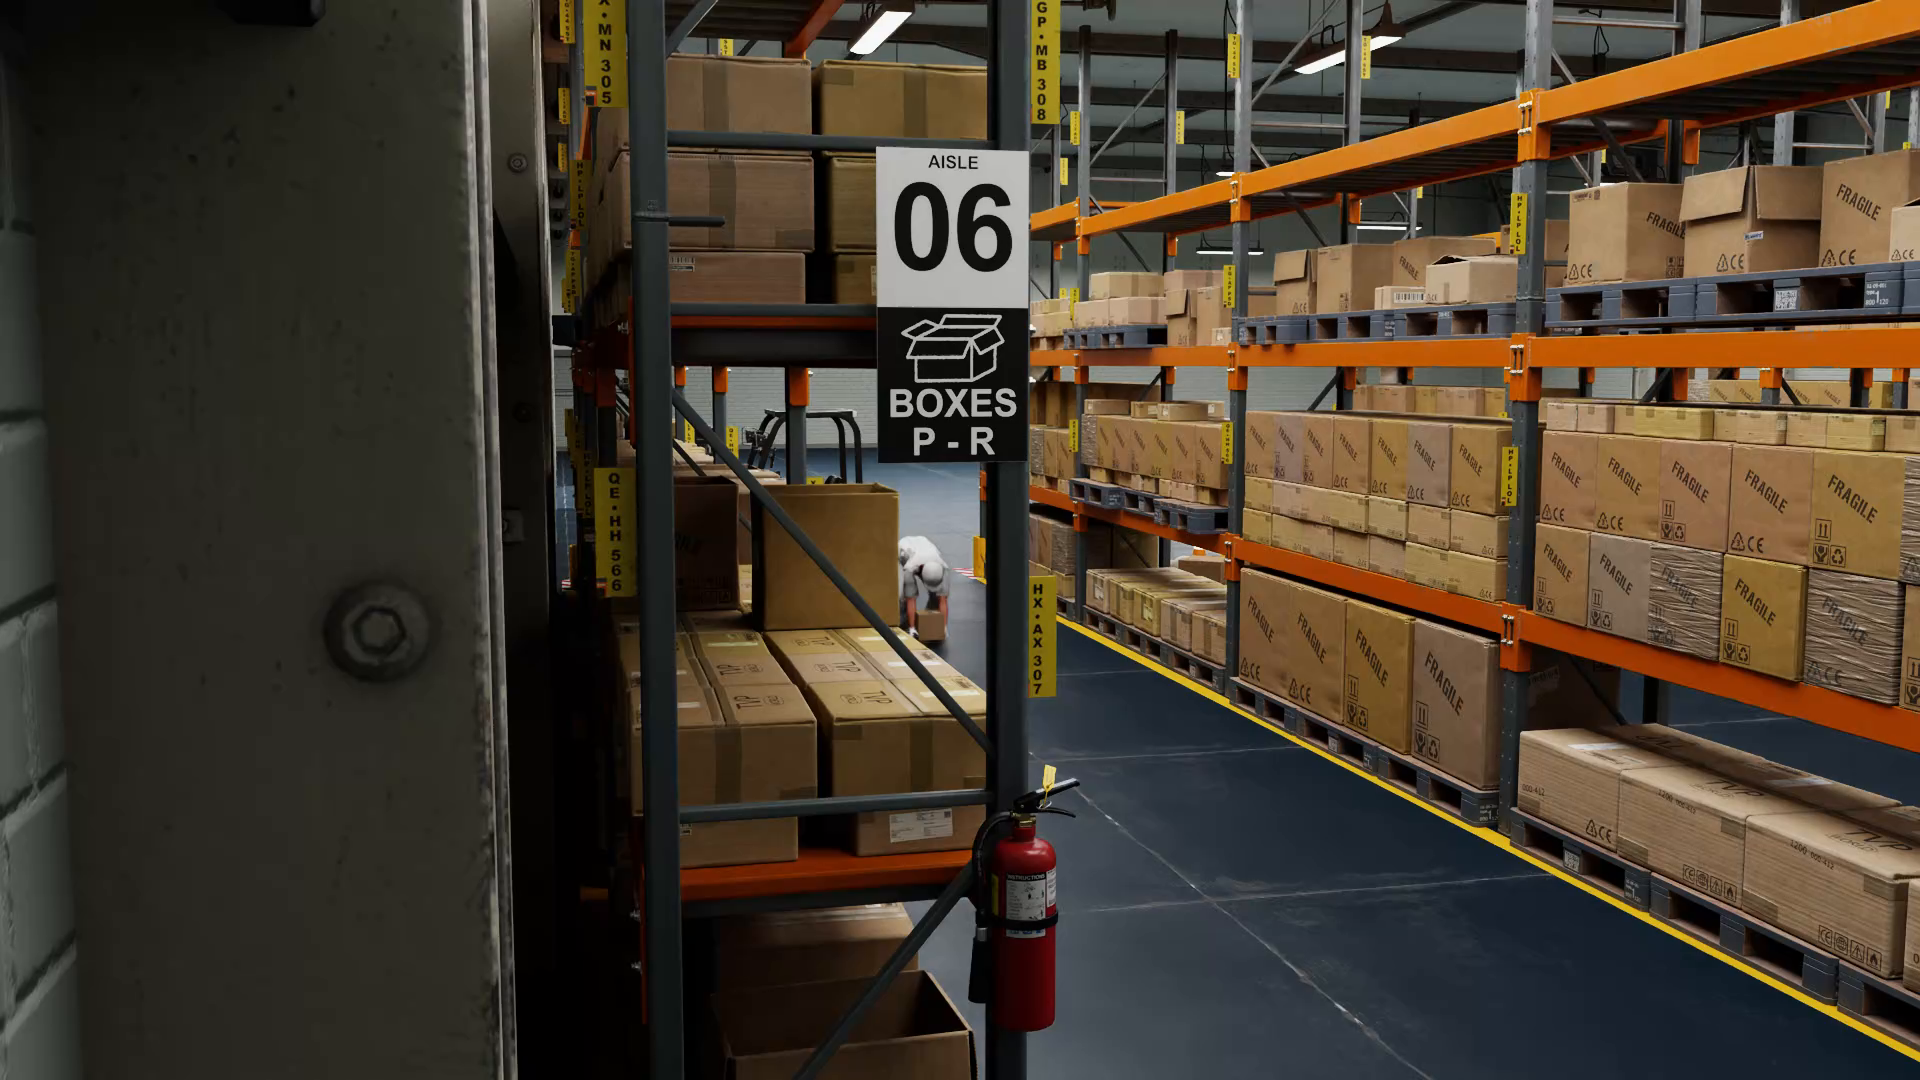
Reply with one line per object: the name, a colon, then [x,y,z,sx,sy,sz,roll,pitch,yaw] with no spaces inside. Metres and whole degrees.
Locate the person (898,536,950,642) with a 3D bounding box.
person: [-0.358,0.494,15.783,0.527,1.011,0.952,-2,6,-17]
